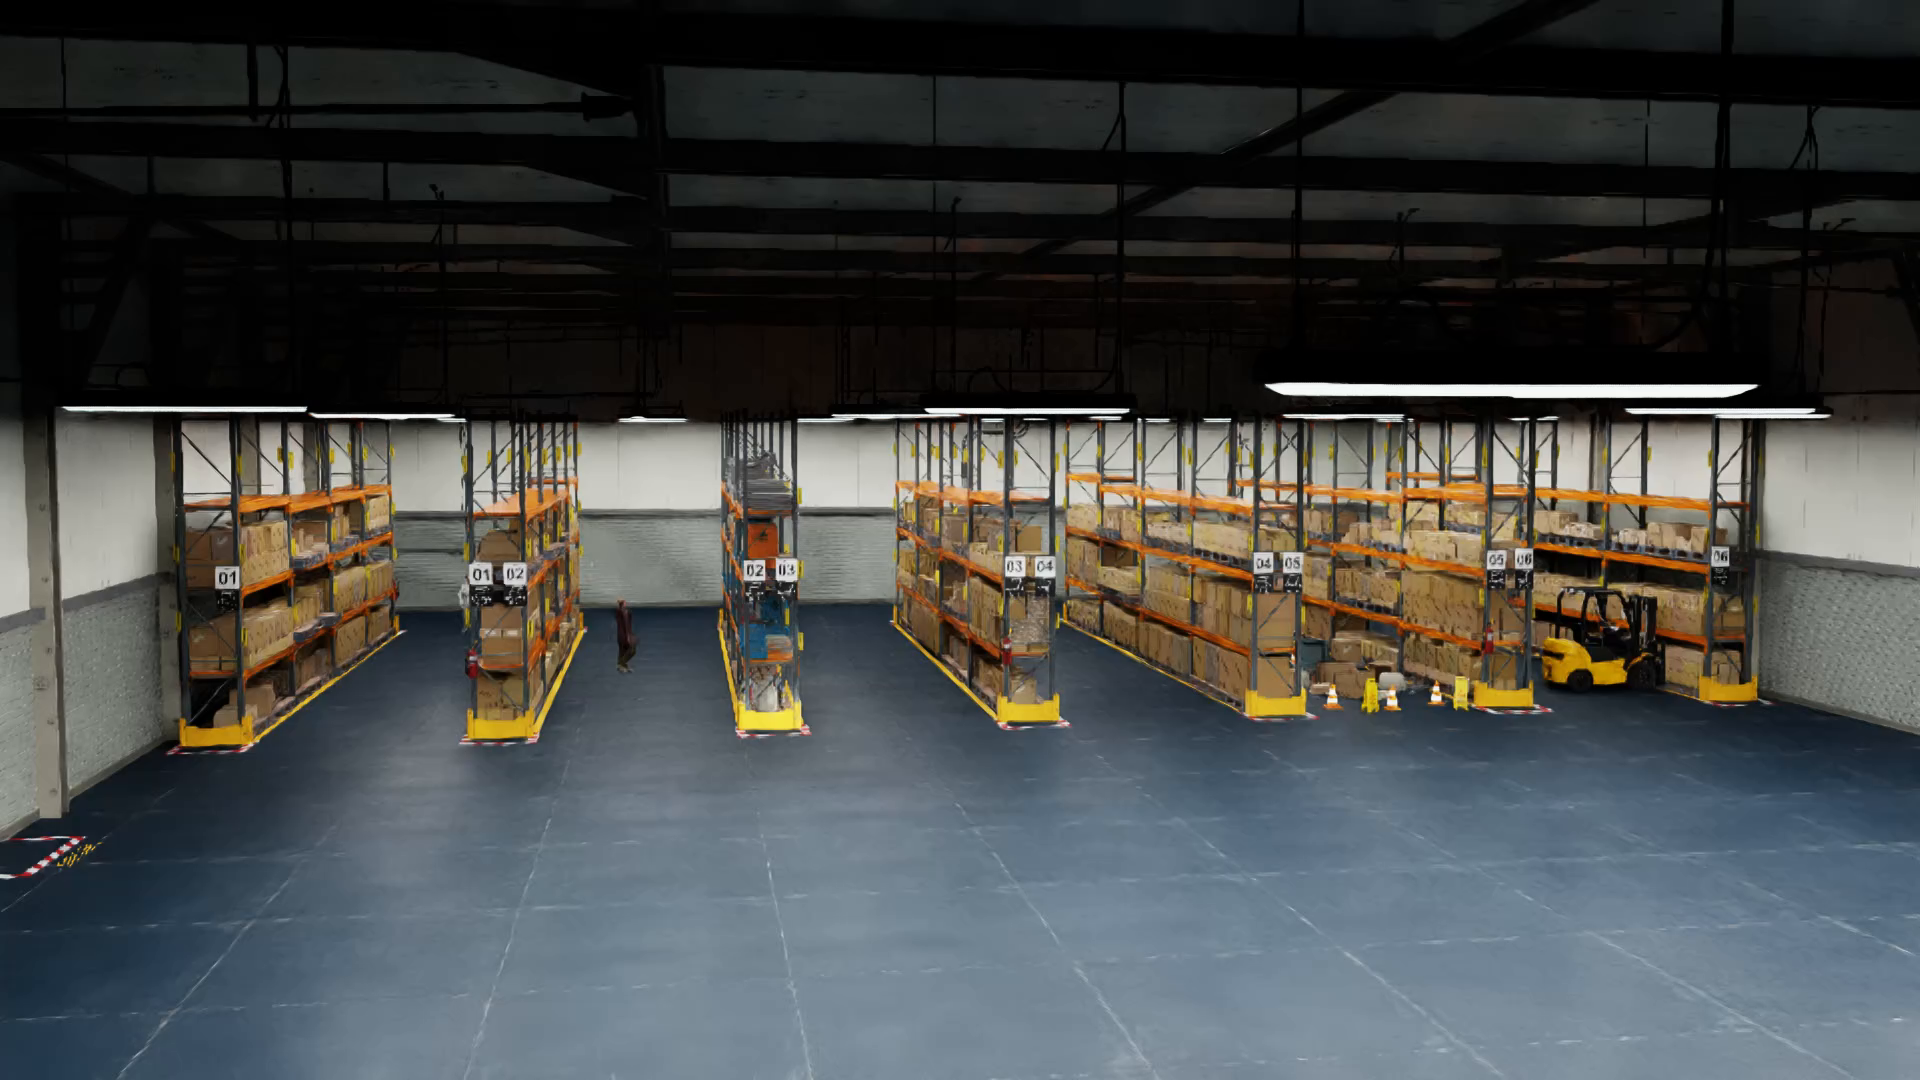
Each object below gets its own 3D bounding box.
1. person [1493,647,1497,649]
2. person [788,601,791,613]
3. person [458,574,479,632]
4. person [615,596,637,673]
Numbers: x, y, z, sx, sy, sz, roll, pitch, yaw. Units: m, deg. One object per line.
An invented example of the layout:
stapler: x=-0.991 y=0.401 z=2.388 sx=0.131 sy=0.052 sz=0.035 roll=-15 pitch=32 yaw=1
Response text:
person: x=12.303 y=2.186 z=38.585 sx=0.459 sy=1.677 sz=0.525 roll=1 pitch=4 yaw=20
person: x=-5.116 y=1.487 z=49.601 sx=0.432 sy=1.539 sz=0.947 roll=-1 pitch=4 yaw=-11
person: x=-13.441 y=1.735 z=45.621 sx=0.639 sy=1.632 sz=0.512 roll=-1 pitch=4 yaw=-12
person: x=-7.708 y=2.171 z=38.153 sx=0.518 sy=1.778 sz=0.627 roll=-3 pitch=5 yaw=-35
